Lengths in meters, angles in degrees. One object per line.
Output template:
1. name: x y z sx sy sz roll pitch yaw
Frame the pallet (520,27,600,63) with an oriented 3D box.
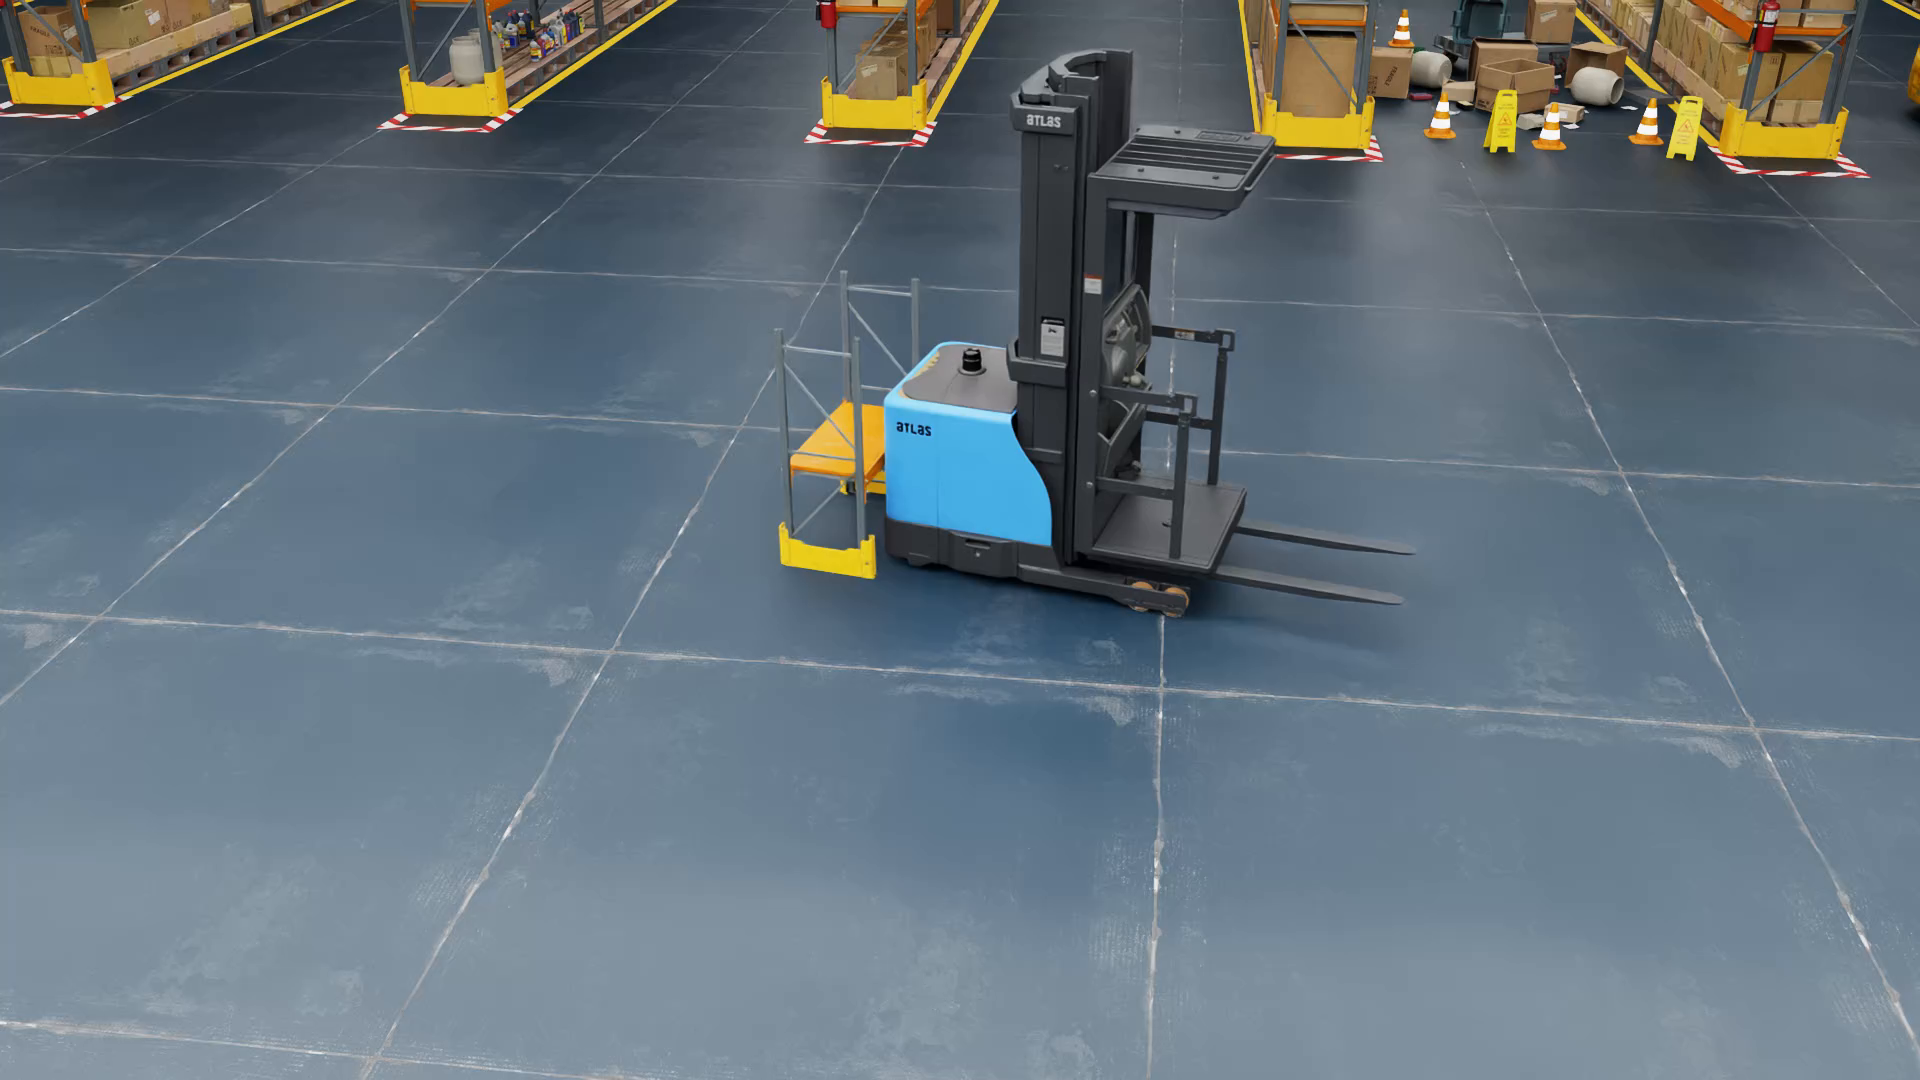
1. pallet: -5.533 -6.685 22.435 1.003 0.211 1.213 3 28 6

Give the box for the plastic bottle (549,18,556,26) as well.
1. plastic bottle: -5.376 -6.807 22.130 0.152 0.276 0.135 3 28 6

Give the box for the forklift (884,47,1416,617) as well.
1. forklift: 1.119 -1.137 9.270 3.031 2.935 1.130 10 30 17

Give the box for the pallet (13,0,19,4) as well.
1. pallet: -15.001 -8.516 25.836 1.003 0.211 1.213 3 28 6

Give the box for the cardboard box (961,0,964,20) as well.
1. cardboard box: -0.320 -7.542 23.259 0.700 0.500 0.500 3 28 6

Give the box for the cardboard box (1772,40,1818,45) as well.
1. cardboard box: 9.287 -5.405 18.786 0.500 0.500 0.500 2 28 4

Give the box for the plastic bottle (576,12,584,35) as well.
1. plastic bottle: -5.141 -6.978 22.440 0.061 0.283 0.133 5 29 9

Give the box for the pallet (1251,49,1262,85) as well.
1. pallet: 4.246 -6.021 21.204 1.003 0.211 1.213 3 28 6

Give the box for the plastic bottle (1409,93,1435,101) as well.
1. plastic bottle: 5.608 -5.378 20.169 0.283 0.061 0.133 -6 29 -11

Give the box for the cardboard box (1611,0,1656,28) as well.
1. cardboard box: 9.571 -7.303 22.971 0.950 0.372 0.625 4 29 8

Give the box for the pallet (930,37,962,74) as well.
1. pallet: -0.541 -6.392 21.893 1.003 0.211 1.213 3 28 6

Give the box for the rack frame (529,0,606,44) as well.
1. rack frame: -5.409 -8.226 22.356 1.000 3.000 0.127 3 28 6

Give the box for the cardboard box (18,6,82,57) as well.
1. cardboard box: -11.045 -6.207 20.274 0.500 0.500 0.500 3 28 6

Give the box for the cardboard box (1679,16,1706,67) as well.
1. cardboard box: 8.882 -5.908 19.719 0.500 0.500 0.500 5 29 9

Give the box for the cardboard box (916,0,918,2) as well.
1. cardboard box: -0.663 -6.181 18.826 0.380 0.149 0.250 3 28 6

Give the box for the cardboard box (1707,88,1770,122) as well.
1. cardboard box: 8.686 -4.861 18.567 0.500 0.250 0.500 3 28 6

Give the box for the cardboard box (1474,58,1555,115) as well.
1. cardboard box: 6.554 -5.354 19.658 0.797 0.503 0.637 -17 33 -29

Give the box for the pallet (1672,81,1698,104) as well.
1. pallet: 9.147 -5.240 19.755 1.003 0.211 1.213 3 28 6

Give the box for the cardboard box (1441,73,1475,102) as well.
1. cardboard box: 6.034 -5.482 20.146 0.396 0.266 0.258 8 29 15

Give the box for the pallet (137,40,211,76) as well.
1. pallet: -10.611 -6.340 21.796 1.003 0.211 1.213 3 28 6

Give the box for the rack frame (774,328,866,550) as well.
1. rack frame: -0.793 -0.482 9.563 0.500 1.500 0.032 8 29 15

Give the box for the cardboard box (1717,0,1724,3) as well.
1. cardboard box: 8.772 -6.163 18.792 0.380 0.149 0.250 3 28 6

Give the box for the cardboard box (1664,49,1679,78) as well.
1. cardboard box: 8.947 -5.823 20.351 0.500 0.250 0.500 5 29 9

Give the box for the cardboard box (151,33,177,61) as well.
1. cardboard box: -10.409 -6.317 21.270 0.500 0.250 0.500 3 28 6

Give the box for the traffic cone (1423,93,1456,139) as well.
1. traffic cone: 5.401 -4.770 18.616 0.336 0.463 0.334 3 28 6

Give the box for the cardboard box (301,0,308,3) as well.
1. cardboard box: -9.905 -8.150 24.671 0.500 0.250 0.500 3 28 5

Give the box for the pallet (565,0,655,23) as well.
1. pallet: -5.205 -7.946 24.777 1.003 0.211 1.213 3 28 6

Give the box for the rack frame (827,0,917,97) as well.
1. rack frame: -0.984 -6.055 18.327 1.000 3.000 0.127 3 28 6

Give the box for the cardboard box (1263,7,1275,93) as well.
1. cardboard box: 4.049 -5.706 19.477 0.875 0.875 0.875 3 28 5

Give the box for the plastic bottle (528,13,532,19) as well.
1. plastic bottle: -5.790 -6.939 22.368 0.061 0.283 0.133 3 28 6

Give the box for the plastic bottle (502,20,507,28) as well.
1. plastic bottle: -6.005 -6.704 21.931 0.061 0.283 0.133 5 29 8

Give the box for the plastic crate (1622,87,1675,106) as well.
1. plastic crate: 8.335 -5.385 20.162 0.402 0.080 0.583 -6 29 -11

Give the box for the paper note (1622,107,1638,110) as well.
1. paper note: 7.959 -5.137 19.754 0.142 0.019 0.148 -6 29 -11

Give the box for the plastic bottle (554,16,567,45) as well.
1. plastic bottle: -5.265 -6.691 21.836 0.144 0.351 0.185 3 28 6

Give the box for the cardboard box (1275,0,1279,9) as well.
1. cardboard box: 3.972 -6.223 18.480 0.875 0.550 0.550 3 28 6

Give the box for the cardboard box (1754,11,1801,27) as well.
1. cardboard box: 8.685 -5.557 17.667 0.380 0.149 0.250 4 29 8

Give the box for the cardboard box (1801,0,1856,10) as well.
1. cardboard box: 9.185 -5.861 17.548 0.500 0.500 0.500 3 28 5

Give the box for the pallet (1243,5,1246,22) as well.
1. pallet: 4.735 -7.891 24.674 1.003 0.211 1.213 3 28 6

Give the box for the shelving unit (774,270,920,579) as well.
1. shelving unit: -0.638 -0.716 9.997 0.587 1.500 1.083 8 29 15

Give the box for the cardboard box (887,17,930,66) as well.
1. cardboard box: -0.643 -6.270 20.918 0.500 0.500 0.500 1 28 2

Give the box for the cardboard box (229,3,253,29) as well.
1. cardboard box: -10.165 -7.259 23.017 0.500 0.250 0.500 3 28 6

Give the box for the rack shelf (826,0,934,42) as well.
1. rack shelf: -0.739 -6.680 20.245 1.077 0.370 4.000 3 28 6

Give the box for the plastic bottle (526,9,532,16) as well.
1. plastic bottle: -5.884 -7.094 22.668 0.097 0.271 0.097 0 28 0

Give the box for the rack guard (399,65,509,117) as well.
1. rack guard: -5.937 -5.281 19.525 1.175 0.500 0.348 3 28 6

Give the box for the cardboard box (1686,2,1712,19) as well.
1. cardboard box: 8.835 -6.266 19.700 0.380 0.149 0.250 5 29 9

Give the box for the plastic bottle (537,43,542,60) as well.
1. plastic bottle: -5.355 -6.189 21.062 0.097 0.201 0.097 0 28 0

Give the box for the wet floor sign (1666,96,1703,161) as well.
1. wet floor sign: 7.766 -4.416 17.766 0.267 0.644 0.232 14 31 24

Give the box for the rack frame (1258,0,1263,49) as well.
1. rack frame: 4.416 -7.602 21.198 1.000 3.000 0.127 3 28 6

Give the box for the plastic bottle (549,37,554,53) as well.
1. plastic bottle: -5.302 -6.395 21.444 0.097 0.201 0.097 0 28 0

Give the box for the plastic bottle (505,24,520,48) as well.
1. plastic bottle: -5.845 -6.579 21.707 0.152 0.276 0.135 3 28 6

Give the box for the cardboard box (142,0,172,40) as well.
1. cardboard box: -10.421 -6.648 21.093 0.500 0.500 0.500 3 28 6

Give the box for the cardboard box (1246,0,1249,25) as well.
1. cardboard box: 4.525 -7.548 23.027 1.050 0.750 0.750 3 28 6

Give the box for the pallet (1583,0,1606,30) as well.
1. pallet: 9.734 -7.650 24.227 1.003 0.211 1.213 3 28 6
